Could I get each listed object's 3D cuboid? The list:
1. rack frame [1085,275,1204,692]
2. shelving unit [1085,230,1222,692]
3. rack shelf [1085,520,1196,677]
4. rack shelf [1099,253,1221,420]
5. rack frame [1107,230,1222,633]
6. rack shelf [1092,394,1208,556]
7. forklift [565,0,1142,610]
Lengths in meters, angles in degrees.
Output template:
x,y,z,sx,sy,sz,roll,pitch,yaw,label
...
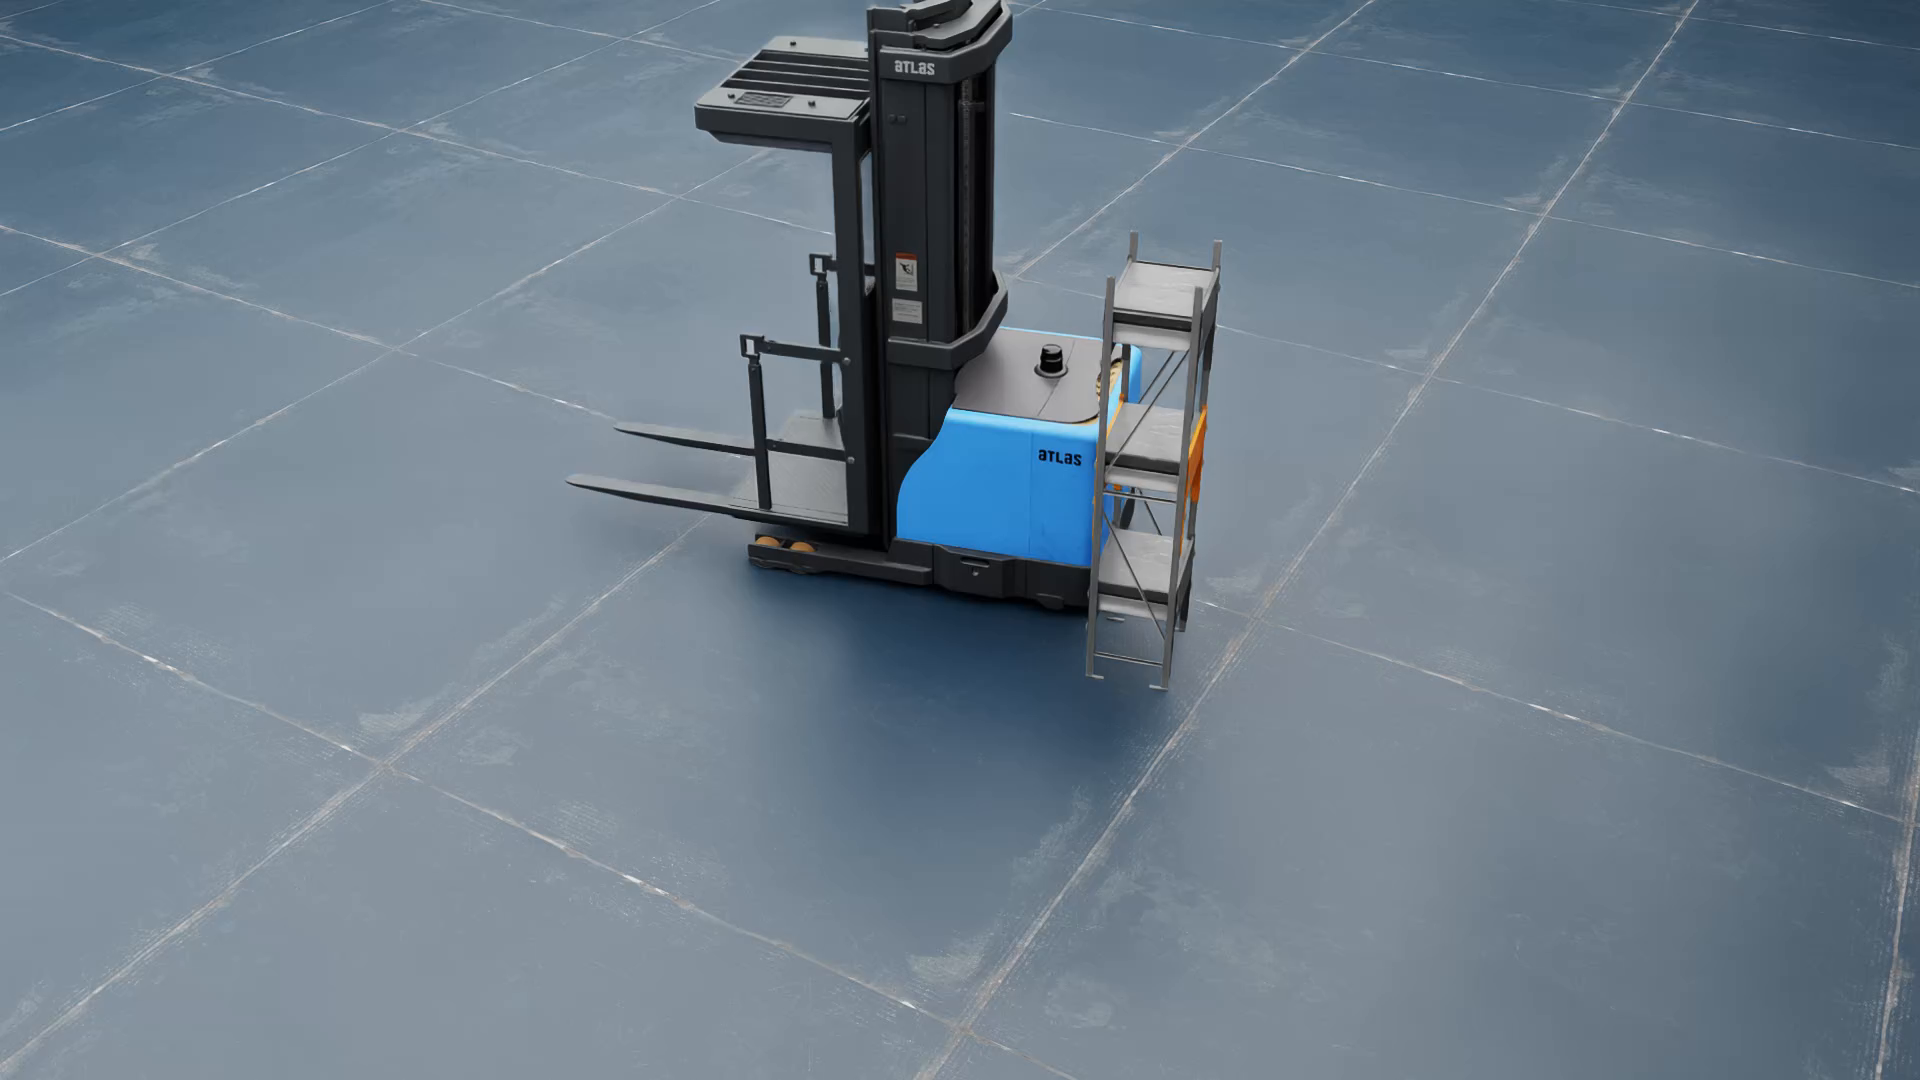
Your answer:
x,y,z,sx,sy,sz,roll,pitch,yaw,label
0.800,-0.186,7.405,0.400,2.100,0.015,9,35,14,rack frame
0.868,-0.315,7.600,0.431,2.100,0.503,9,35,14,shelving unit
0.868,0.279,7.995,0.431,0.518,0.480,9,35,14,rack shelf
0.868,-0.887,7.220,0.431,0.518,0.480,9,35,14,rack shelf
0.937,-0.445,7.795,0.400,2.100,0.015,9,35,14,rack frame
0.868,-0.304,7.608,0.431,0.518,0.480,9,35,14,rack shelf
-0.621,-1.313,8.348,3.031,2.935,1.130,9,35,13,forklift
